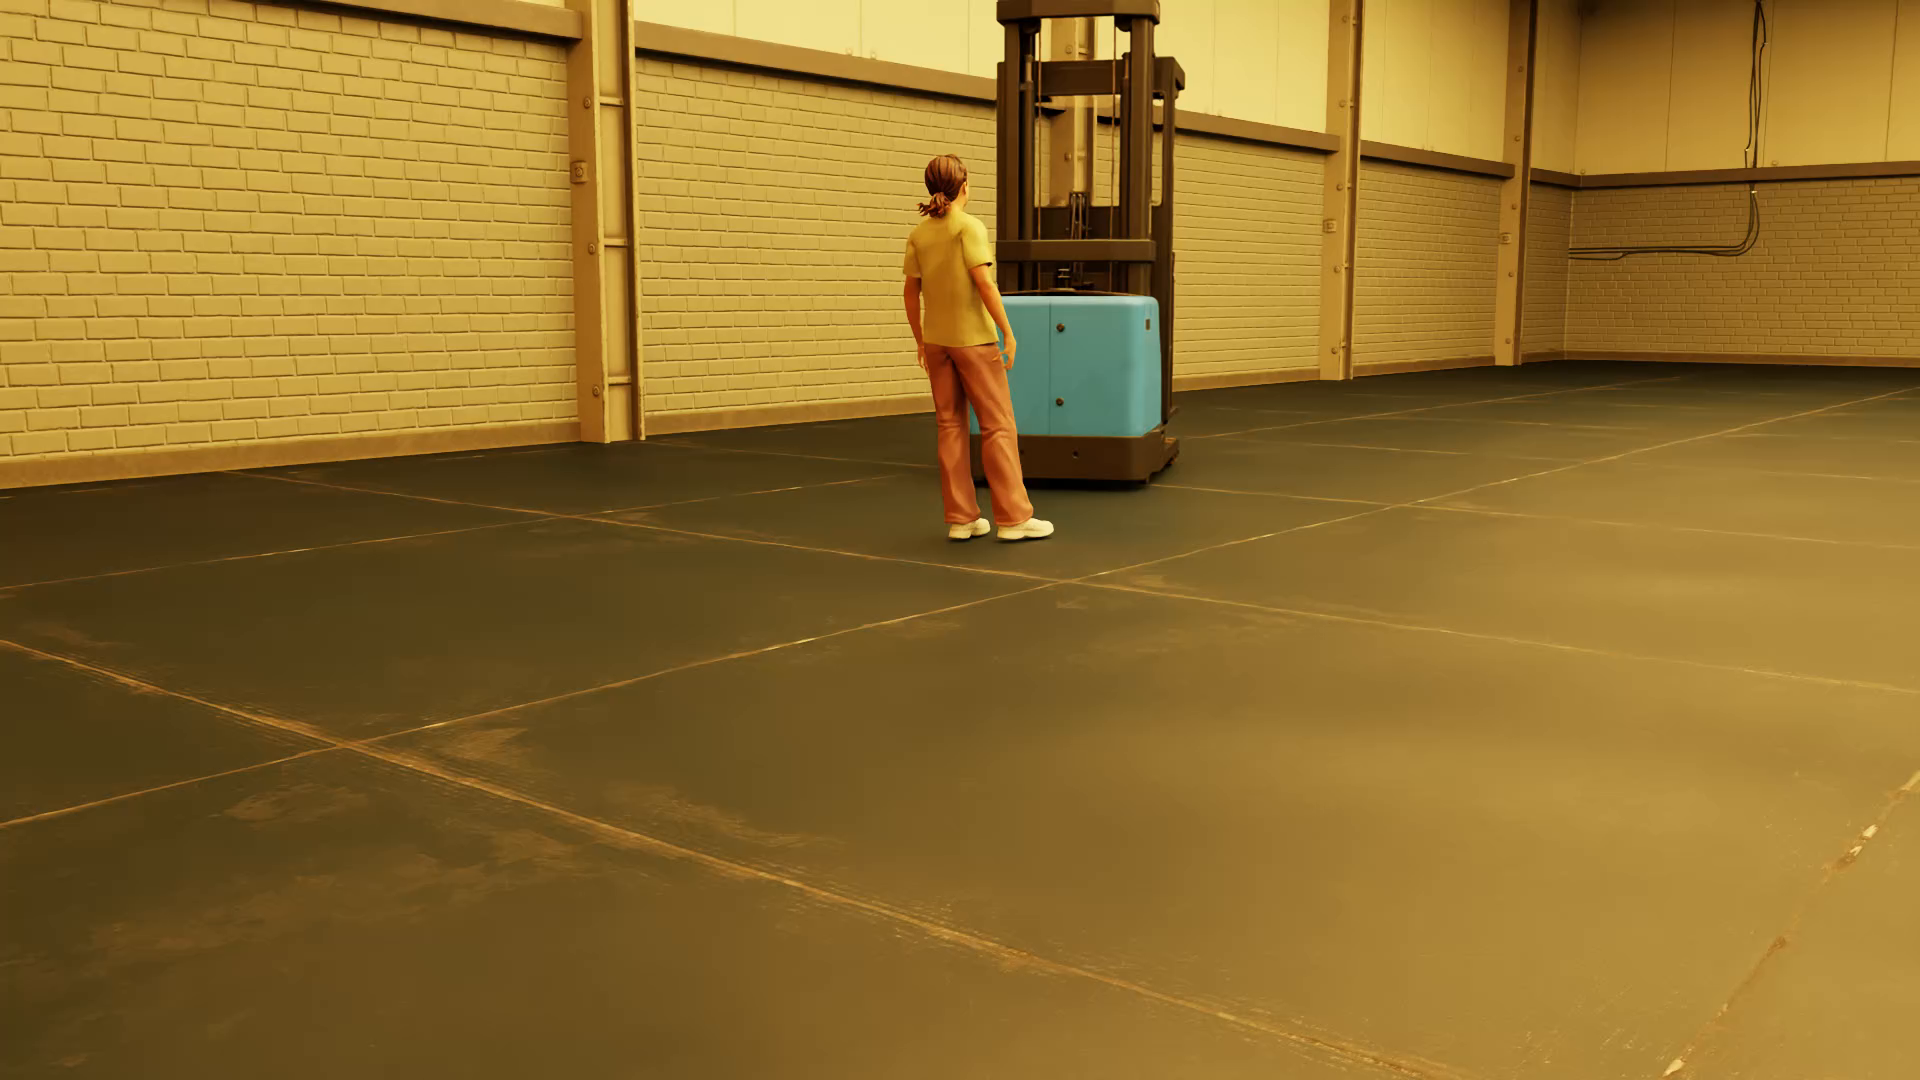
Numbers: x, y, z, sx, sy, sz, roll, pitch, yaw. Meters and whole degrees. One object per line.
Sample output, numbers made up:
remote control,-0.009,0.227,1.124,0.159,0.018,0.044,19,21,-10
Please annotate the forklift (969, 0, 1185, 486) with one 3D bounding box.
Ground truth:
forklift,0.820,-1.934,10.497,1.130,2.935,3.031,2,9,12

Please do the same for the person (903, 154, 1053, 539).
person,0.056,-0.844,7.333,0.554,1.673,0.548,7,11,38
